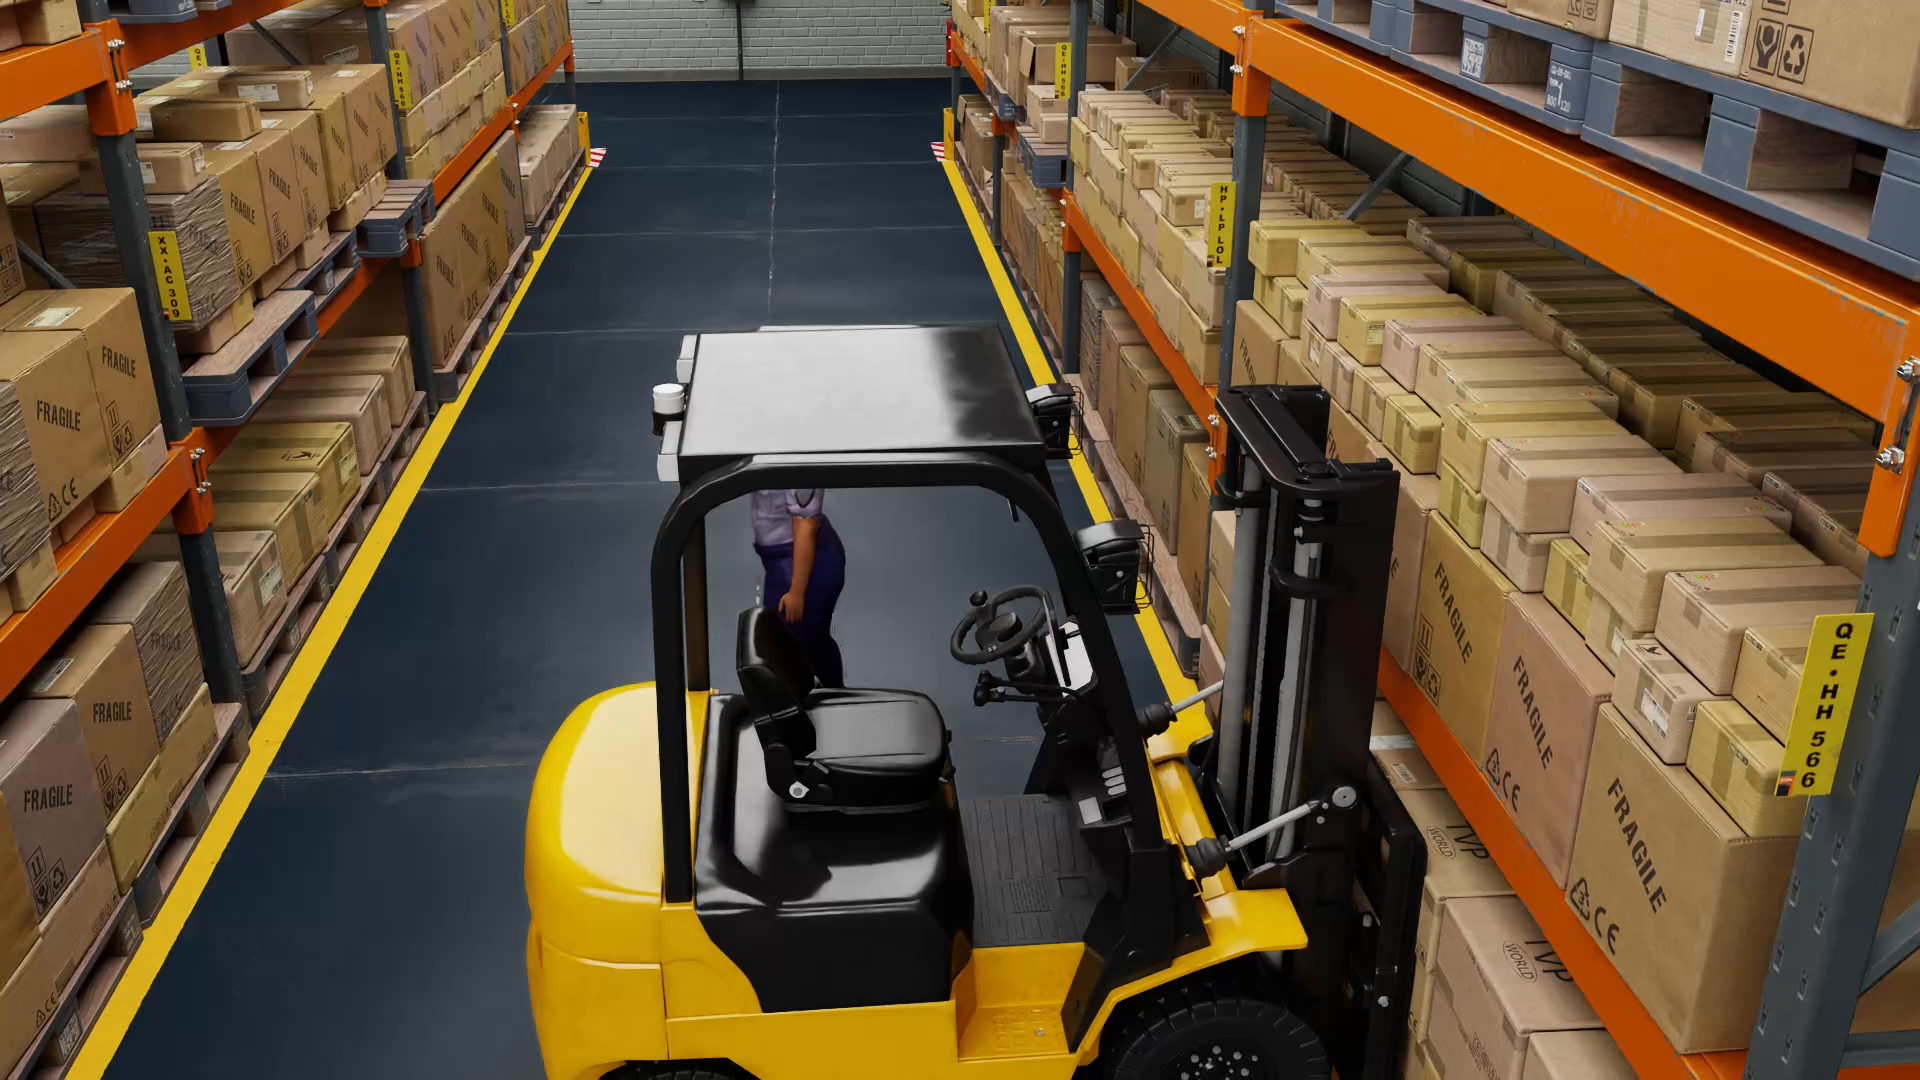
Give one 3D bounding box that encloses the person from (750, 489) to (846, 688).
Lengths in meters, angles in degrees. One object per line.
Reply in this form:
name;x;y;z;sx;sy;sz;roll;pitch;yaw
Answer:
person;-0.645;0.120;6.347;0.422;1.646;0.470;-2;24;-4
